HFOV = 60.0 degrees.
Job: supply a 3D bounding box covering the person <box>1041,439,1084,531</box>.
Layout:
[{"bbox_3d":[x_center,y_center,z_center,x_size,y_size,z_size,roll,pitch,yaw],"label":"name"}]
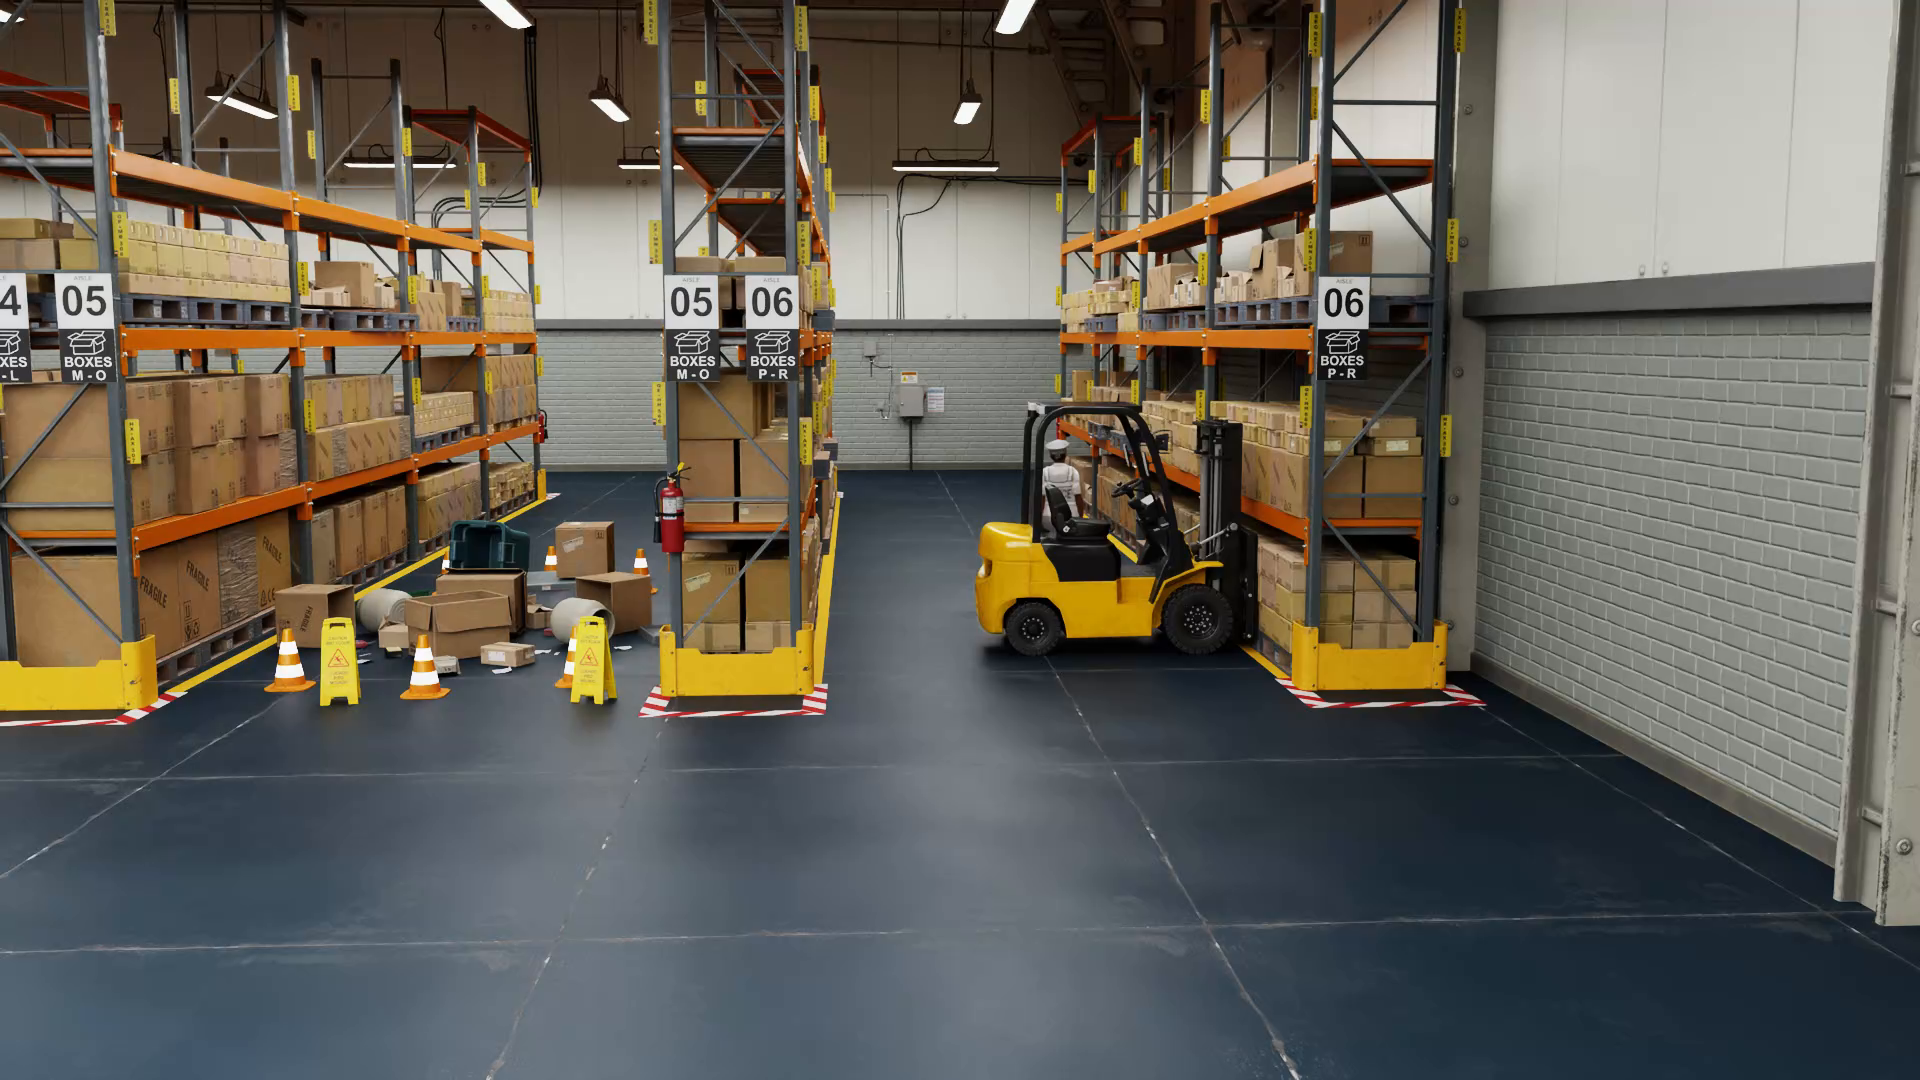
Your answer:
[{"bbox_3d":[1.043,-0.197,17.219,0.474,1.683,0.489,1,7,9],"label":"person"}]
